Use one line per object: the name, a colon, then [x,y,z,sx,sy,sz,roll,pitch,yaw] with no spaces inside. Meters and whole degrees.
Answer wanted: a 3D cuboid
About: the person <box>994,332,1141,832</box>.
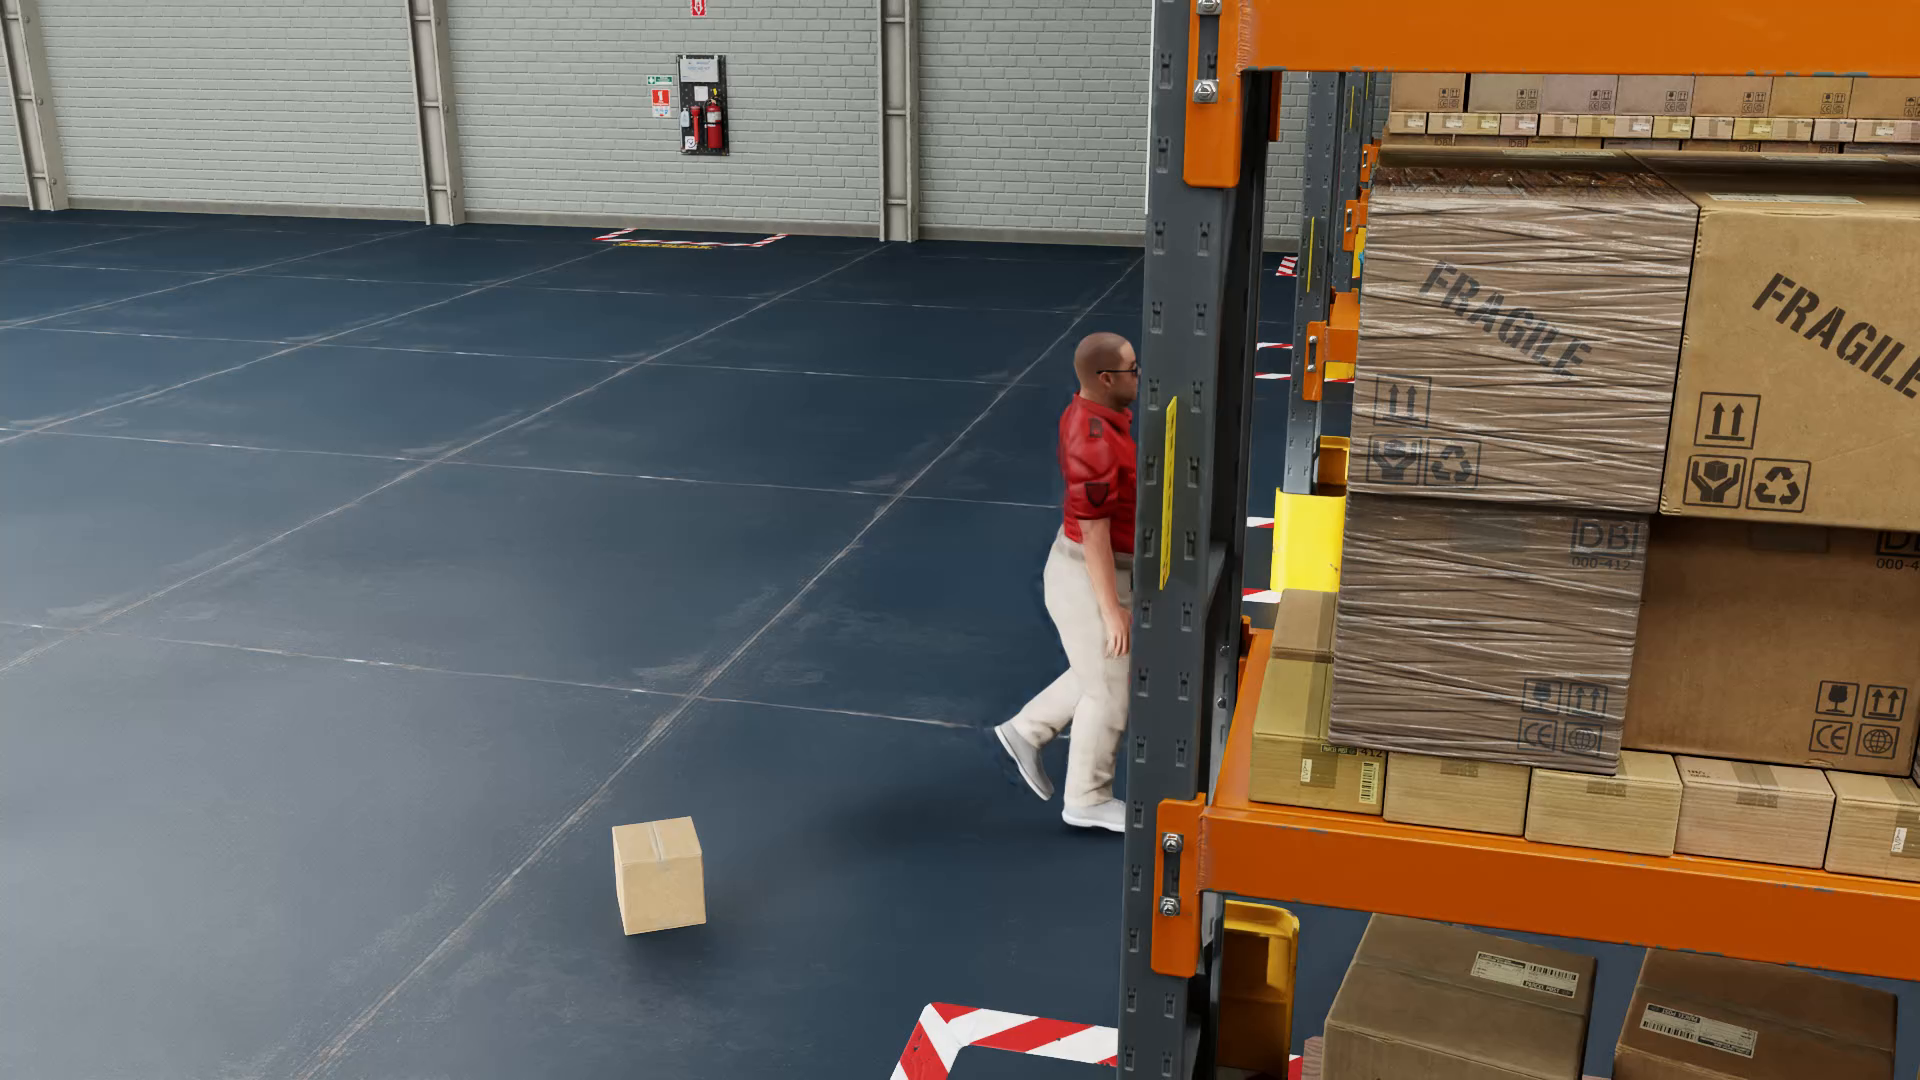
person: [0.401,0.146,5.562,0.568,1.712,0.545,1,18,2]
